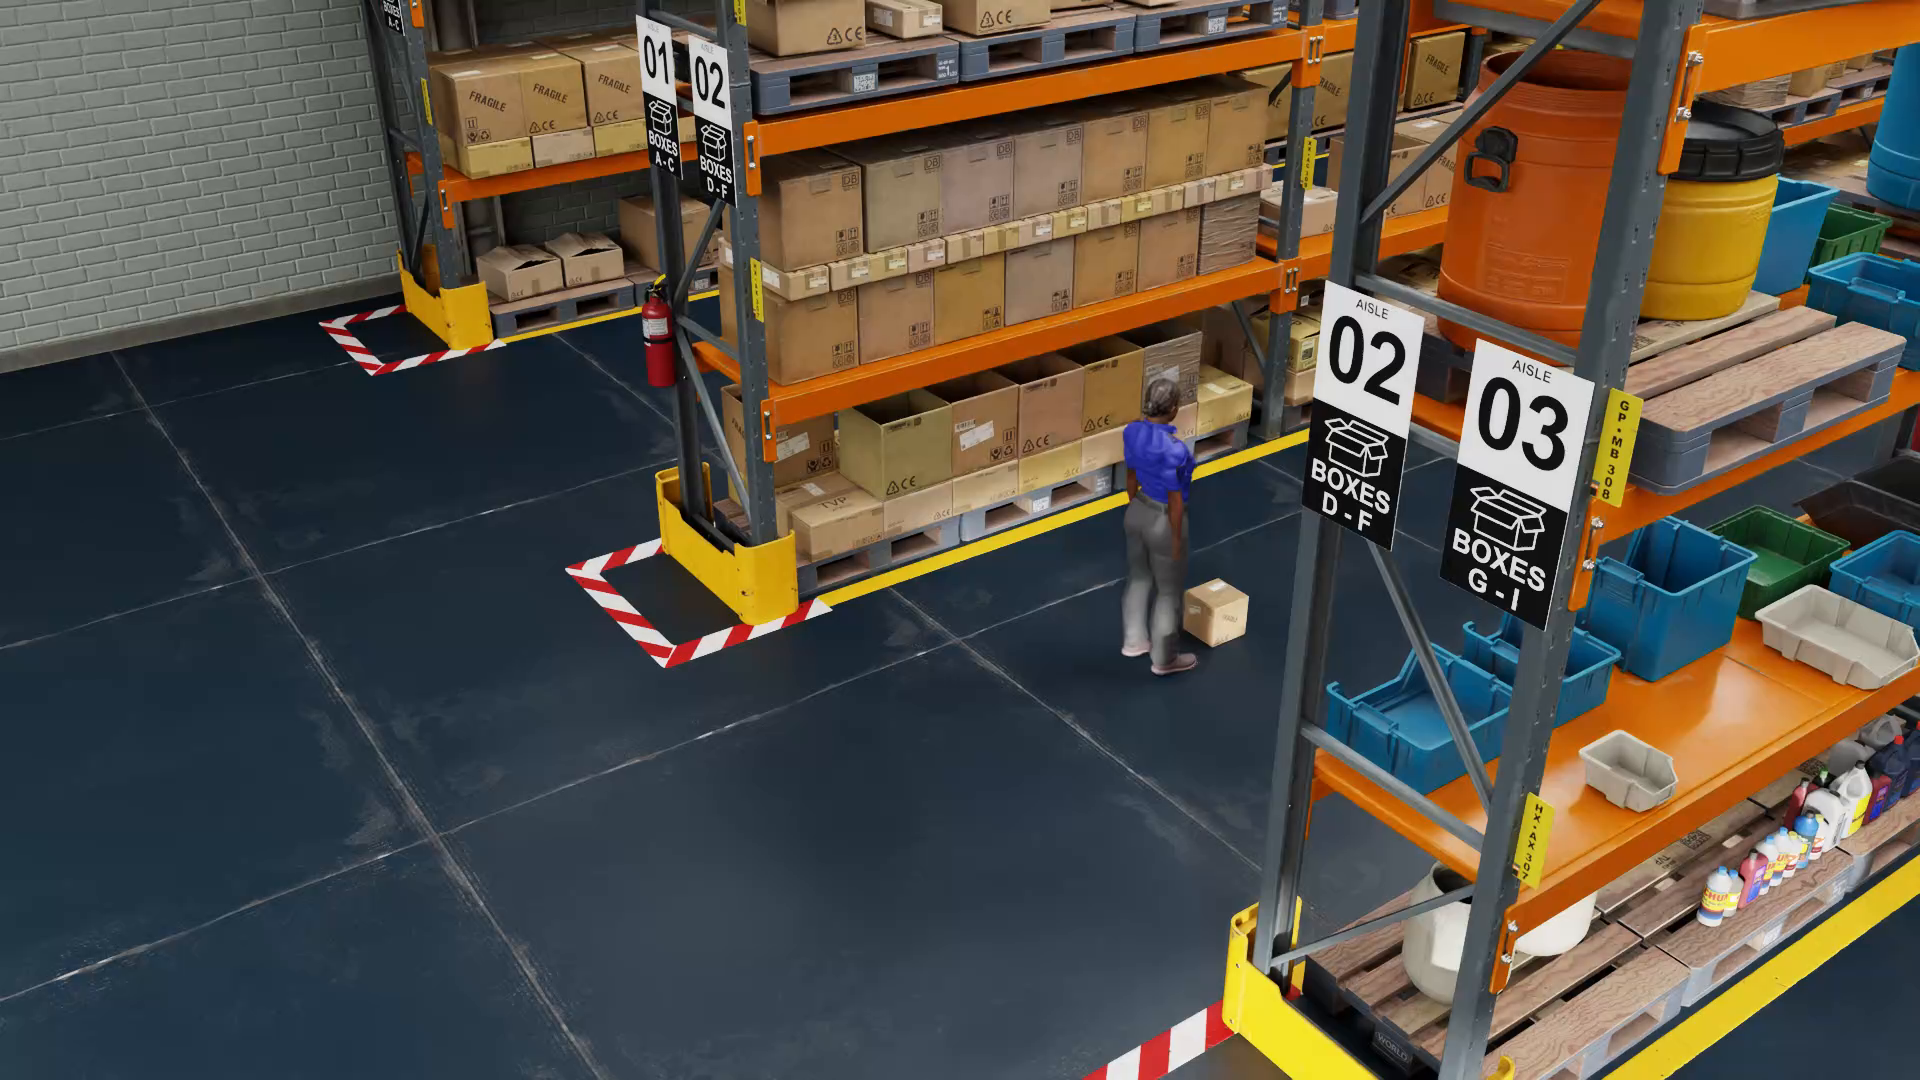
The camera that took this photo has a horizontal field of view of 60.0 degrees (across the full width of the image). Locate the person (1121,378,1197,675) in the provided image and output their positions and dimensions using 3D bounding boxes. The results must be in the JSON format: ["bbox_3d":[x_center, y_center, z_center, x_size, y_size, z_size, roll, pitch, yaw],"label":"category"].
[{"bbox_3d":[1.055,-0.083,8.777,0.354,1.670,0.444,-18,34,-30],"label":"person"}]
